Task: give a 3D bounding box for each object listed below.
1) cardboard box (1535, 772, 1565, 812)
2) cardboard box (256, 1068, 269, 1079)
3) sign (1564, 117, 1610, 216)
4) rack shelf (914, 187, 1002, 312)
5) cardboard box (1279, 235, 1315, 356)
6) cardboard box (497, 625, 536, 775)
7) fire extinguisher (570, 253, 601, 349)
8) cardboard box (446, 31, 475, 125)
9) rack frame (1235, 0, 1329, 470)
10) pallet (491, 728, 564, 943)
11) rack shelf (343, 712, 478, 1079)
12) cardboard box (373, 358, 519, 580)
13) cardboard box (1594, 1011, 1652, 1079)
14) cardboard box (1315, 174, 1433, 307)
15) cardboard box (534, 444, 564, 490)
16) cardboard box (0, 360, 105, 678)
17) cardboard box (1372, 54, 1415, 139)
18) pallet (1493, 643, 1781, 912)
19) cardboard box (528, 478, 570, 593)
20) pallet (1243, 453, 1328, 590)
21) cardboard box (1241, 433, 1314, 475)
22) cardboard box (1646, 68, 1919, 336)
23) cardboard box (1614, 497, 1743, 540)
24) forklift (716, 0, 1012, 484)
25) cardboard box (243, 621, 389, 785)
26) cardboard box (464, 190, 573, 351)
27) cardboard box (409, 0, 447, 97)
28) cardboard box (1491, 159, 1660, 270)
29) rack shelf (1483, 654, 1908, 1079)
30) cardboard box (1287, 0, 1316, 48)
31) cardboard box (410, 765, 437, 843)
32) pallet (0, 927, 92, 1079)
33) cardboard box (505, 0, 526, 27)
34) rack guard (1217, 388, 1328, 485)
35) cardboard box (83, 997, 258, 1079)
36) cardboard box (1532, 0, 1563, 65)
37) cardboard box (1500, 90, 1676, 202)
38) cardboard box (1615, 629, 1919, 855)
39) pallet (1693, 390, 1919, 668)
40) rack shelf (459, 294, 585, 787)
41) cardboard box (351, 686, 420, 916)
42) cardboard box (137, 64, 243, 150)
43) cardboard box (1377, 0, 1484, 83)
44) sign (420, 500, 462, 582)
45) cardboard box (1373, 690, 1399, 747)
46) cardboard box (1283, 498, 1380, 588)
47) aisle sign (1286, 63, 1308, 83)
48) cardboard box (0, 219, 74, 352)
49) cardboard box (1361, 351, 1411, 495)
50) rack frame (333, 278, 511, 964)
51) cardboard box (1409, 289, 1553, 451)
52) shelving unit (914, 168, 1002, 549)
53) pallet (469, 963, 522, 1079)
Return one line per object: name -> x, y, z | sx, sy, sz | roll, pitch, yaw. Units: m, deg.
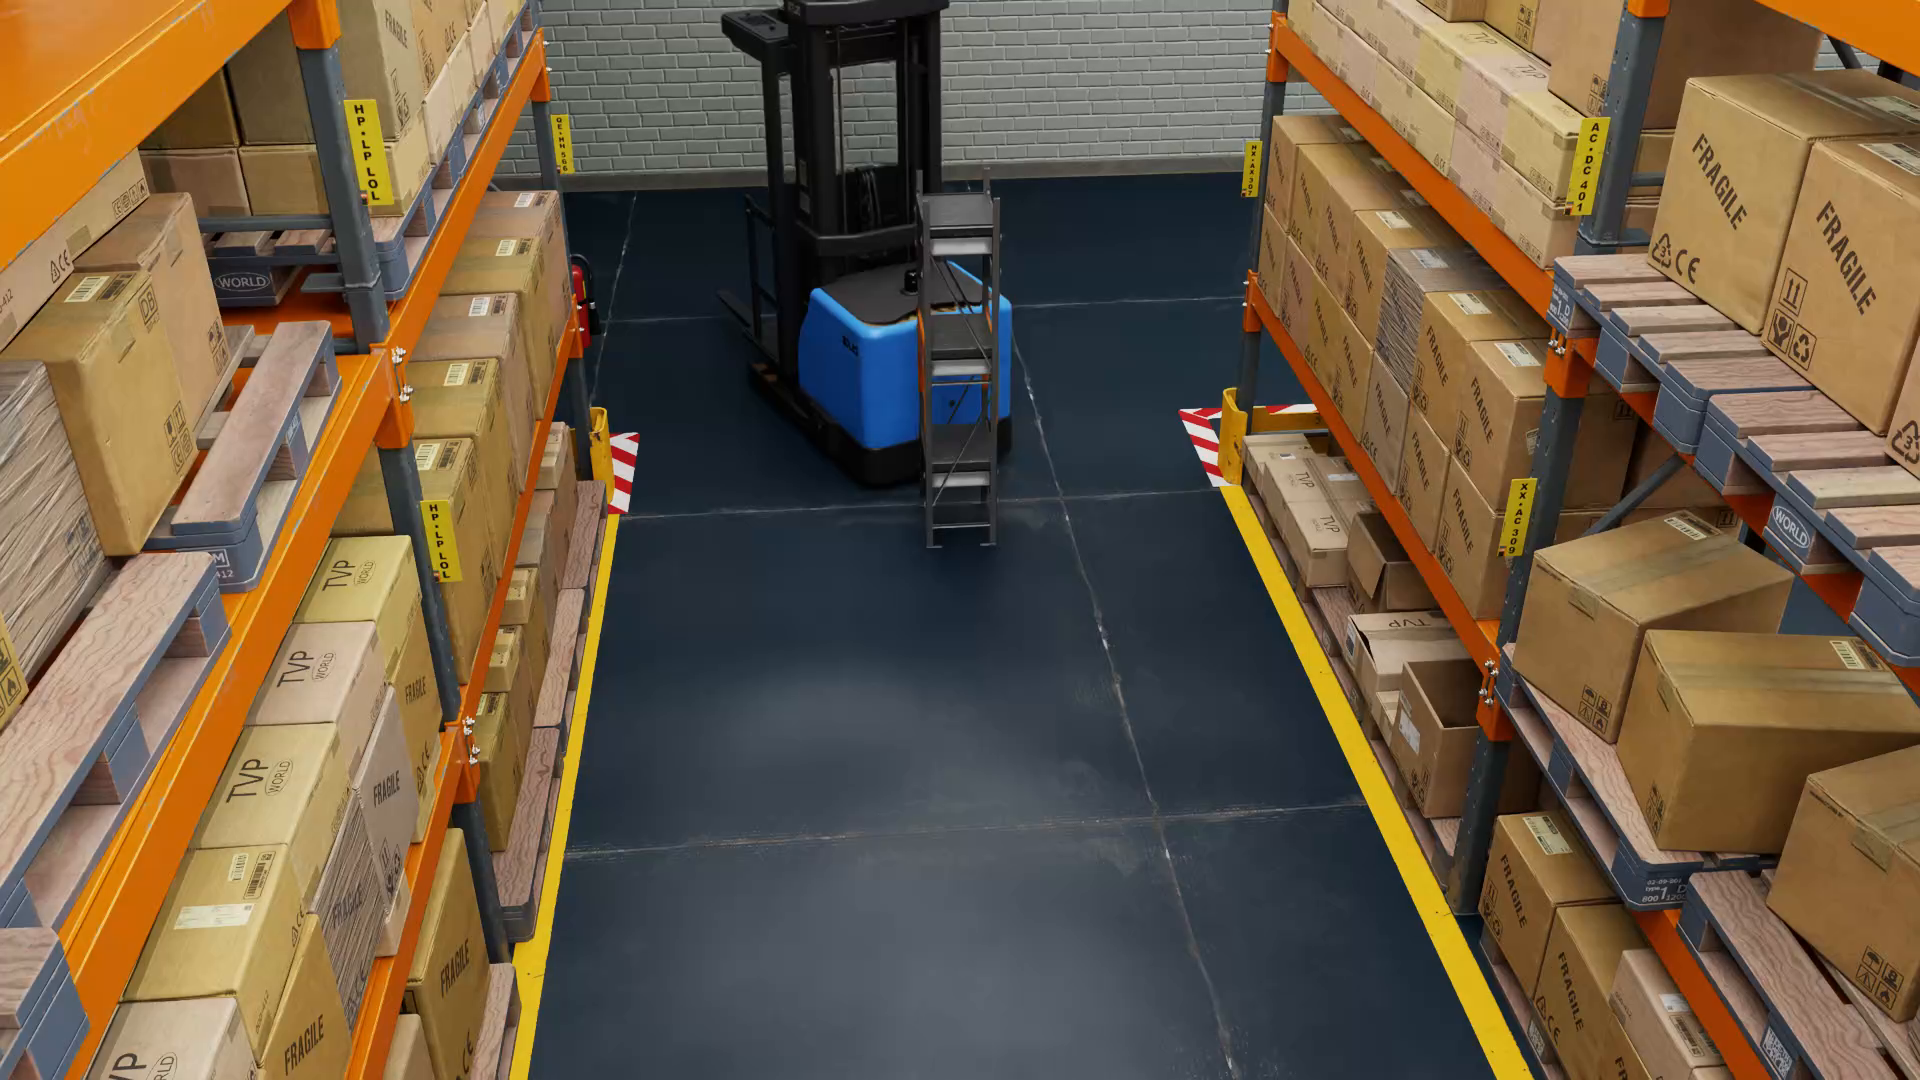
cardboard box -> 2.768, 1.001, 7.341 | 0.500, 0.311, 0.500 | -3, 31, -5
cardboard box -> -1.842, 1.581, 3.770 | 0.500, 0.500, 0.500 | -3, 31, -5
sign -> 2.052, -1.219, 5.437 | 0.100, 0.325, 0.005 | -3, 31, -5
rack shelf -> -0.015, -1.575, 9.001 | 0.431, 0.518, 0.480 | -3, 31, -5
cardboard box -> 2.051, -1.322, 8.941 | 0.500, 0.500, 0.500 | -3, 31, -5
cardboard box -> -2.351, 0.749, 7.598 | 0.700, 0.500, 0.500 | -3, 31, -5
fire extinguisher -> -2.268, -1.448, 9.688 | 0.296, 0.674, 0.183 | -3, 31, -5
cardboard box -> -2.230, -1.835, 6.610 | 0.500, 0.250, 0.500 | -4, 31, -6
rack frame -> 2.218, -1.782, 9.807 | 1.000, 3.000, 0.127 | -3, 31, -5
pallet -> -2.333, 1.305, 7.359 | 1.003, 0.211, 1.213 | -3, 31, -5
rack shelf -> -2.153, 1.830, 4.463 | 1.077, 0.370, 4.000 | -3, 31, -5
cardboard box -> -2.437, -0.280, 7.000 | 0.980, 0.700, 0.700 | -4, 31, -6
cardboard box -> 2.495, 1.931, 5.601 | 0.500, 0.500, 0.500 | -2, 31, -4
cardboard box -> 2.095, -1.492, 8.251 | 0.500, 0.500, 0.500 | -2, 31, -4
cardboard box -> -2.330, -0.388, 8.870 | 0.380, 0.149, 0.250 | -2, 31, -3
cardboard box -> -2.268, -0.025, 3.415 | 0.700, 0.500, 0.500 | -3, 31, -5
cardboard box -> 2.148, -1.964, 7.335 | 0.500, 0.250, 0.500 | -3, 31, -5
pallet -> 2.558, 0.756, 5.746 | 1.003, 0.211, 1.213 | -3, 31, -5
cardboard box -> -2.502, -0.041, 8.922 | 0.700, 0.500, 0.500 | -3, 31, -5
pallet -> 2.301, -0.138, 9.776 | 1.003, 0.211, 1.213 | -3, 31, -5
cardboard box -> 1.915, -0.516, 10.040 | 0.380, 0.149, 0.250 | -3, 31, -5
cardboard box -> 2.566, -1.033, 5.024 | 0.600, 0.600, 0.600 | -6, 31, -9
cardboard box -> 2.816, -0.056, 6.820 | 0.500, 0.500, 0.500 | -2, 31, -3
forklift -> -0.813, -2.330, 10.792 | 1.130, 2.935, 3.031 | -15, 34, -24
cardboard box -> -2.003, 0.486, 4.872 | 0.500, 0.250, 0.500 | -2, 31, -4
cardboard box -> -2.656, -1.411, 8.895 | 0.980, 0.700, 0.700 | -1, 31, -2
cardboard box -> -2.181, -1.908, 6.002 | 0.500, 0.500, 0.500 | -3, 31, -6
cardboard box -> 2.282, -1.198, 6.052 | 0.500, 0.250, 0.500 | -3, 31, -5
rack shelf -> 2.779, 1.591, 4.863 | 1.077, 0.370, 4.000 | -3, 31, -5
cardboard box -> 2.013, -2.730, 8.617 | 0.500, 0.250, 0.500 | -3, 31, -5
cardboard box -> -1.979, 0.886, 5.567 | 0.380, 0.149, 0.250 | -2, 31, -4
pallet -> -2.079, 1.009, 2.394 | 1.213, 0.211, 1.003 | -1, 31, -2
cardboard box -> -2.381, -2.628, 7.938 | 0.500, 0.250, 0.500 | -2, 31, -3
rack guard -> 2.225, -0.670, 10.384 | 1.175, 0.500, 0.348 | -3, 31, -5
cardboard box -> -1.853, 1.267, 3.565 | 0.500, 0.250, 0.500 | -3, 31, -4
cardboard box -> 2.603, -2.008, 6.189 | 0.700, 0.500, 0.500 | -3, 31, -5
cardboard box -> 2.276, -1.413, 5.923 | 0.500, 0.250, 0.500 | -3, 31, -5
cardboard box -> 2.541, 0.638, 5.250 | 0.700, 0.500, 0.500 | 2, 31, 3
pallet -> 2.683, -0.081, 4.218 | 1.213, 0.211, 1.003 | -3, 31, -5
rack shelf -> -2.527, -0.212, 7.882 | 1.077, 0.370, 4.000 | -3, 31, -5
cardboard box -> -1.988, 0.804, 5.071 | 0.500, 0.500, 0.500 | -3, 31, -4
cardboard box -> -2.637, -1.614, 5.510 | 0.500, 0.500, 0.500 | -3, 31, -5
cardboard box -> 2.142, -2.179, 7.206 | 0.500, 0.250, 0.500 | -3, 31, -5
sign -> -1.800, 0.006, 5.763 | 0.100, 0.325, 0.005 | -3, 31, -5
cardboard box -> 2.161, 0.830, 7.787 | 0.380, 0.149, 0.250 | -3, 31, -5
cardboard box -> 2.080, 0.012, 9.058 | 0.500, 0.250, 0.500 | -3, 31, -5
aisle sign -> 1.919, -2.918, 9.176 | 0.394, 0.787, 0.004 | -3, 31, -5
cardboard box -> -2.322, -0.605, 3.655 | 0.500, 0.250, 0.500 | -4, 31, -6
cardboard box -> 2.190, -0.550, 7.649 | 0.500, 0.500, 0.500 | -2, 31, -3
rack frame -> -2.340, 0.500, 5.988 | 1.000, 3.000, 0.127 | -3, 31, -5
cardboard box -> 2.236, -0.719, 6.956 | 0.500, 0.500, 0.500 | -3, 31, -6
shelving unit -> -0.015, -0.986, 9.353 | 0.431, 2.100, 0.503 | -3, 31, -5
pallet -> -2.193, 2.087, 6.050 | 1.003, 0.211, 1.213 | -3, 31, -5
